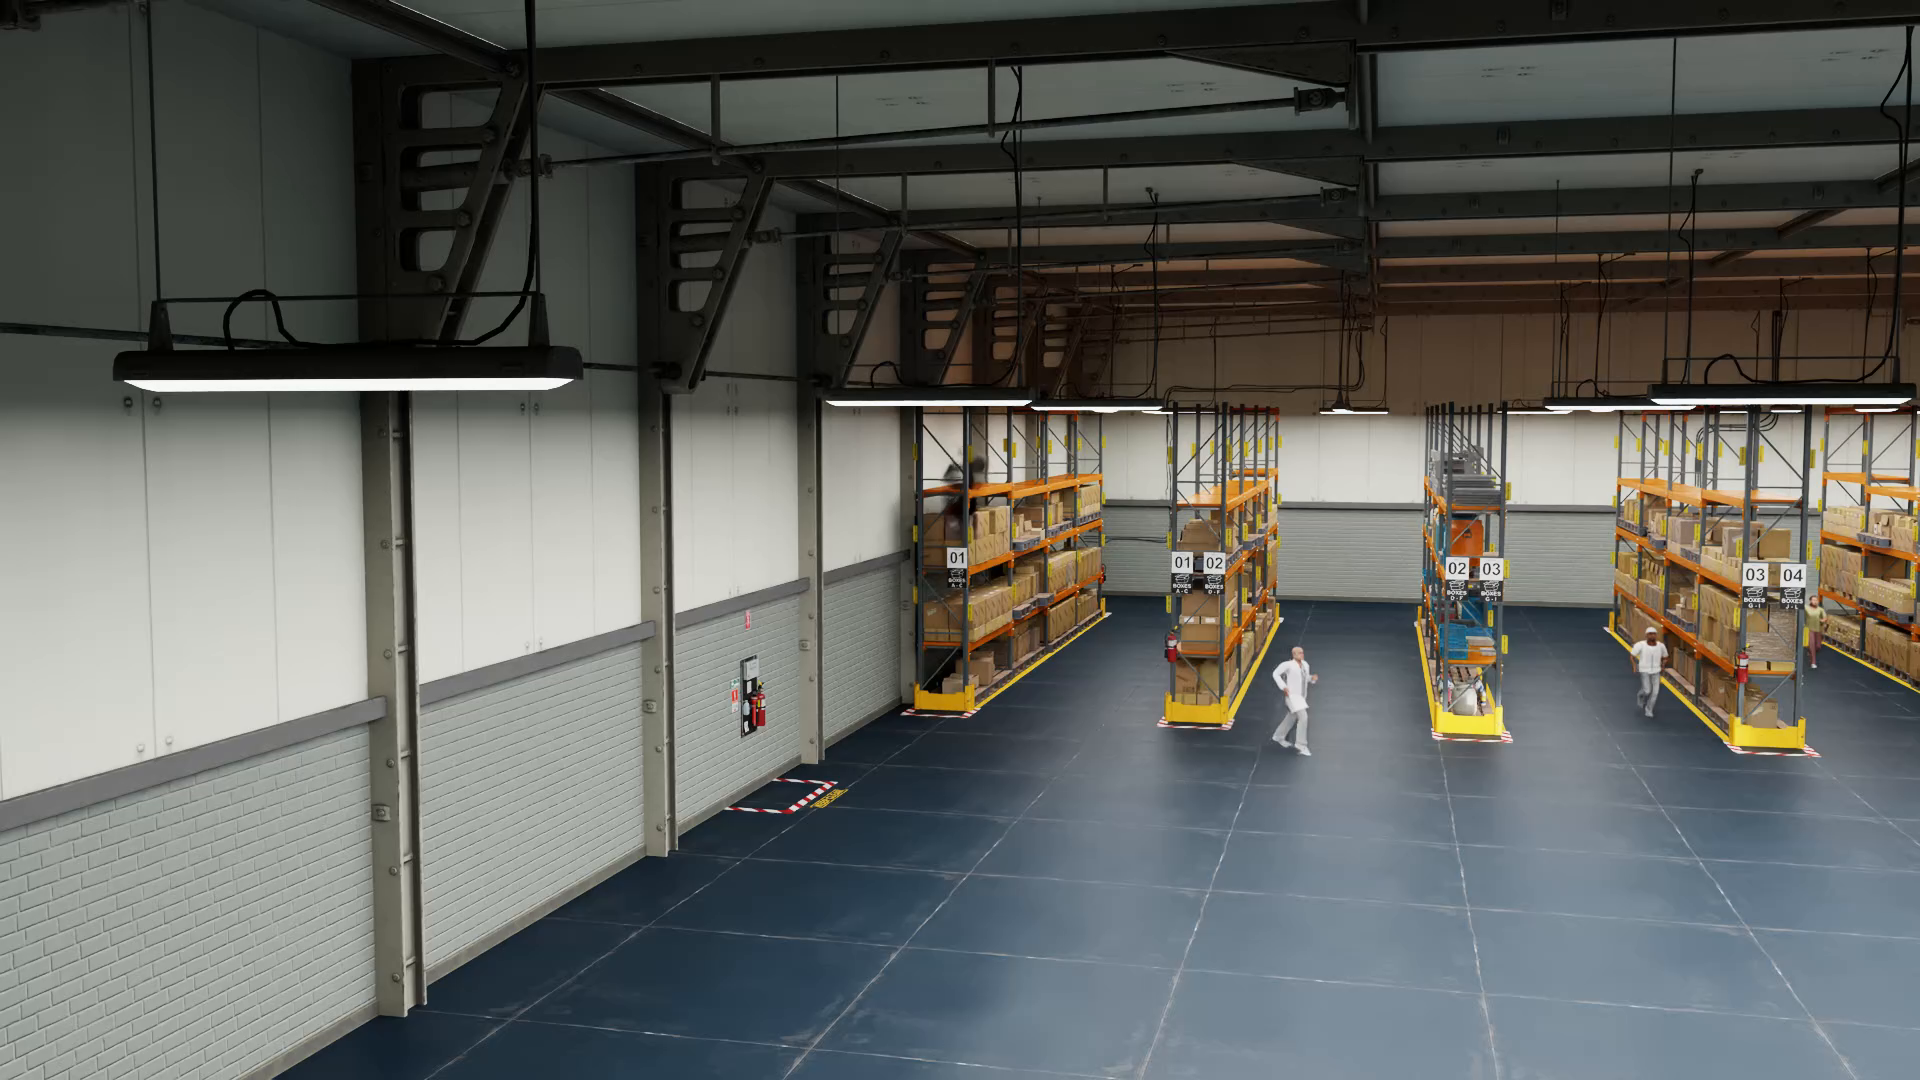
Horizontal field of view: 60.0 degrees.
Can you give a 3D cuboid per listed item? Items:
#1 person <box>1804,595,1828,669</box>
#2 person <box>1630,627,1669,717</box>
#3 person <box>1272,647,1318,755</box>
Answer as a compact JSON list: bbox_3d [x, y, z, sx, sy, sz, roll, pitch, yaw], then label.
[{"bbox_3d":[19.499,2.081,38.010,0.586,1.645,0.914,1,4,13],"label":"person"},{"bbox_3d":[13.201,2.517,31.808,0.701,1.716,0.587,1,4,9],"label":"person"},{"bbox_3d":[5.746,2.740,28.528,0.864,1.854,0.668,4,6,44],"label":"person"}]
